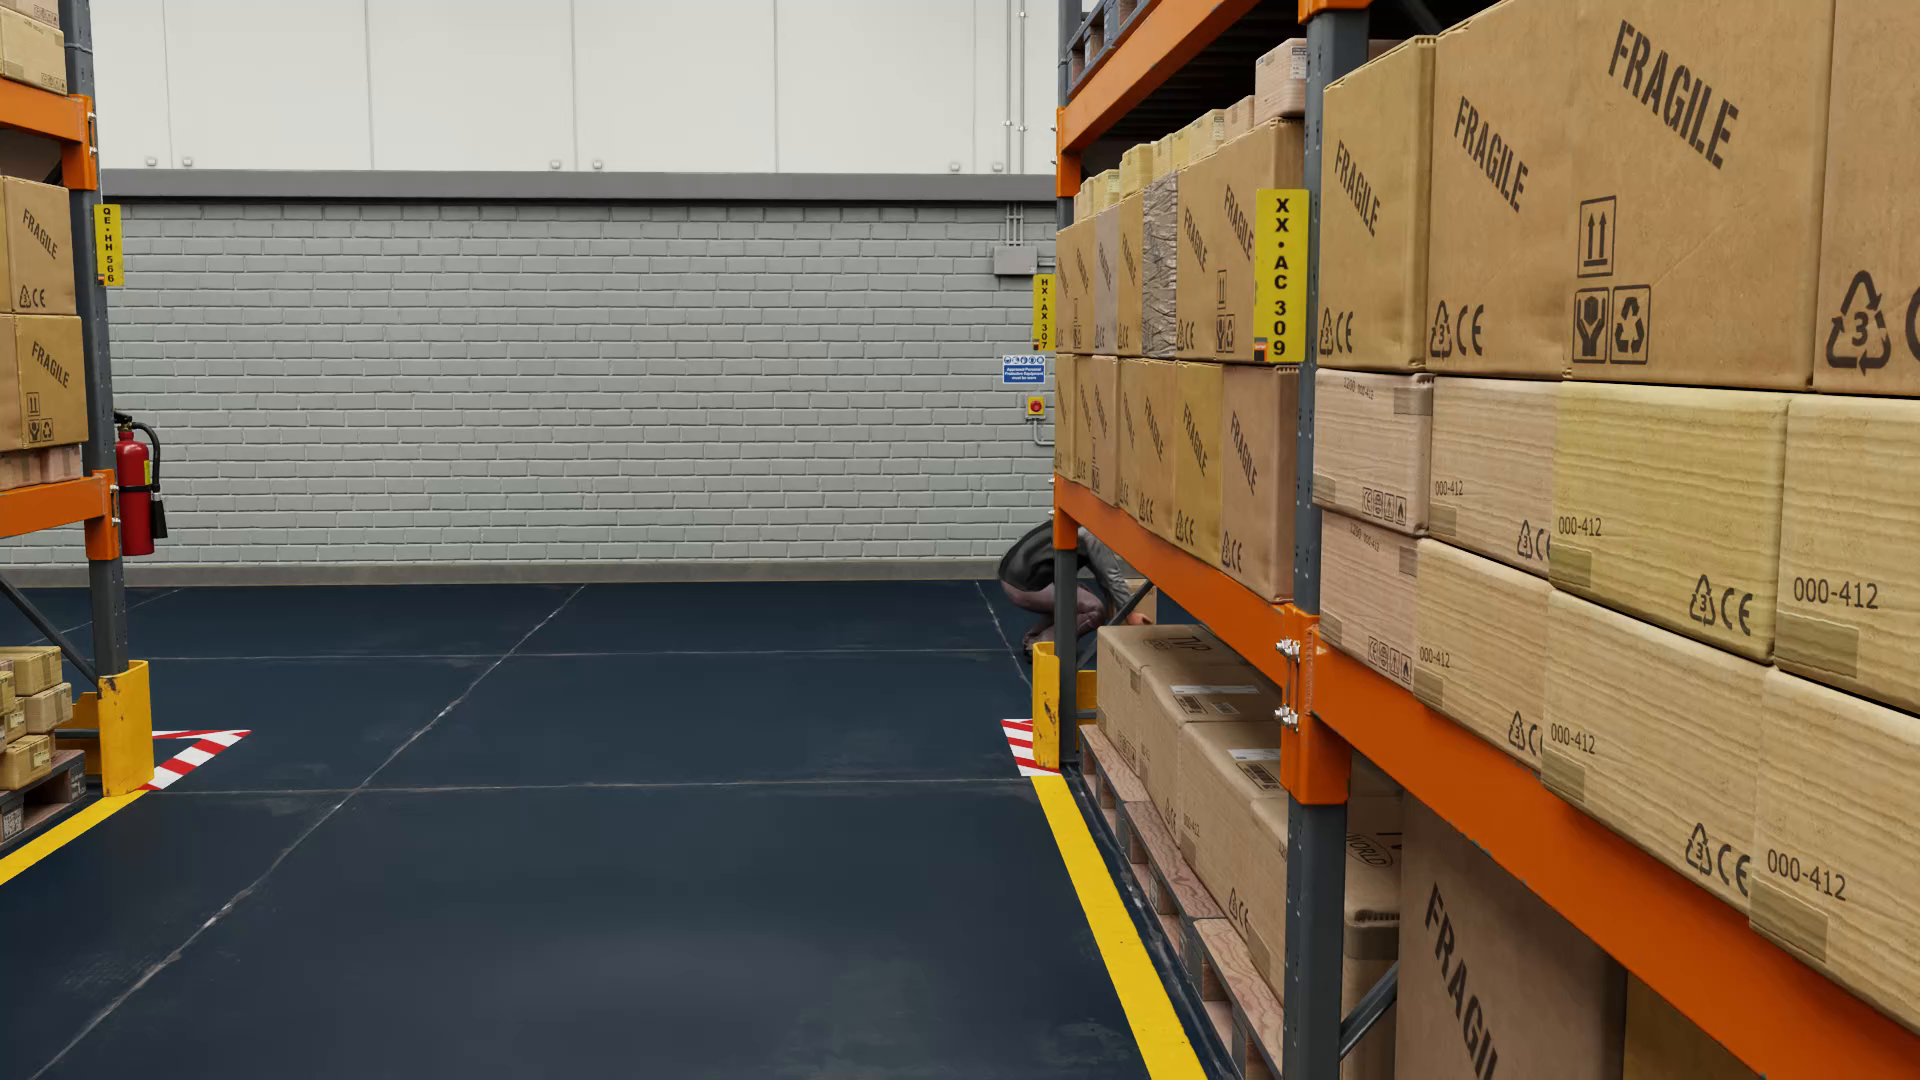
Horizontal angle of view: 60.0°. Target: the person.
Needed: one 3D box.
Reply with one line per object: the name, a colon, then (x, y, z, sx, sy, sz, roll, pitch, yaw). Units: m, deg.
person: (0.667, 0.223, 9.726, 0.889, 0.966, 0.517, -1, 7, -5)
